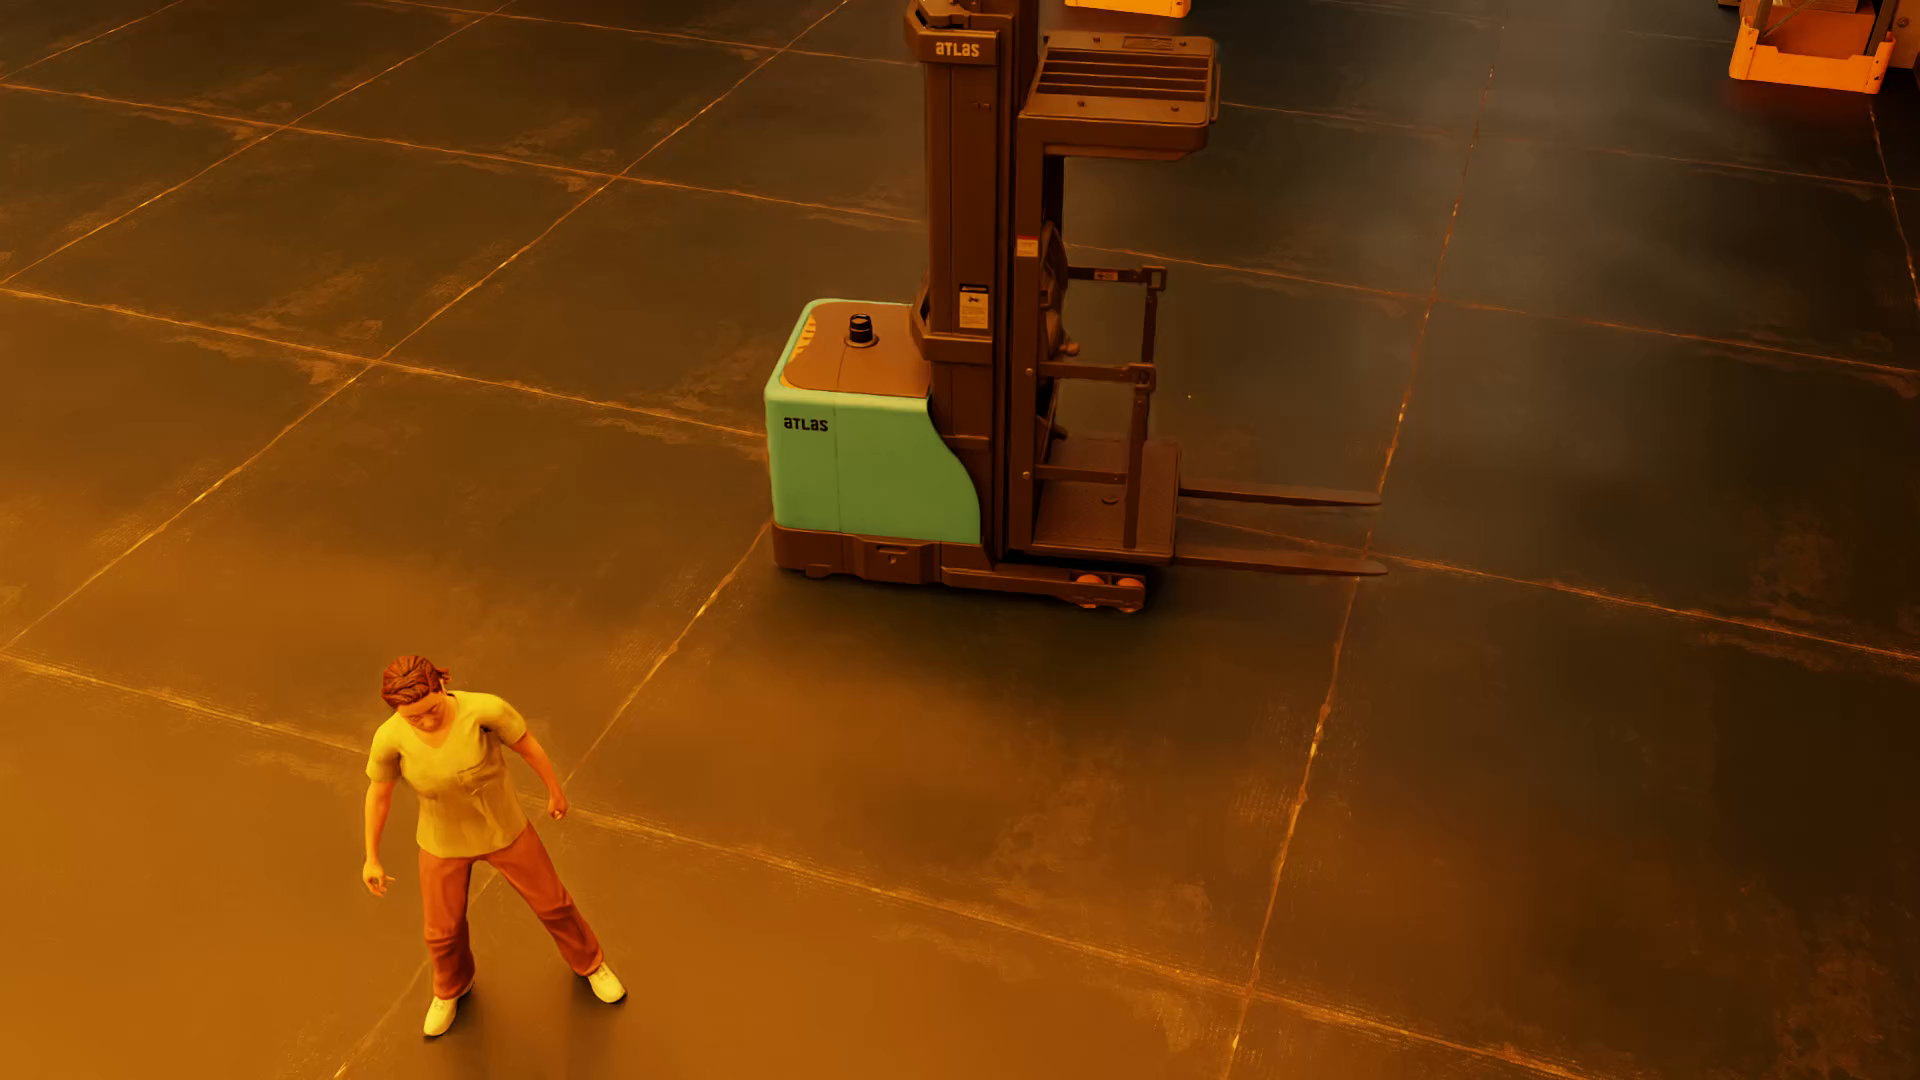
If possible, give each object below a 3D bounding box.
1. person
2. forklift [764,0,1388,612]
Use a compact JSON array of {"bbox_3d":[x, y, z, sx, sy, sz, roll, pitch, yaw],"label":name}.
[{"bbox_3d":[-1.669,1.021,5.780,0.787,1.655,0.340,-9,36,-12],"label":"person"},{"bbox_3d":[0.621,-1.173,7.765,3.031,2.935,1.130,5,36,7],"label":"forklift"}]
